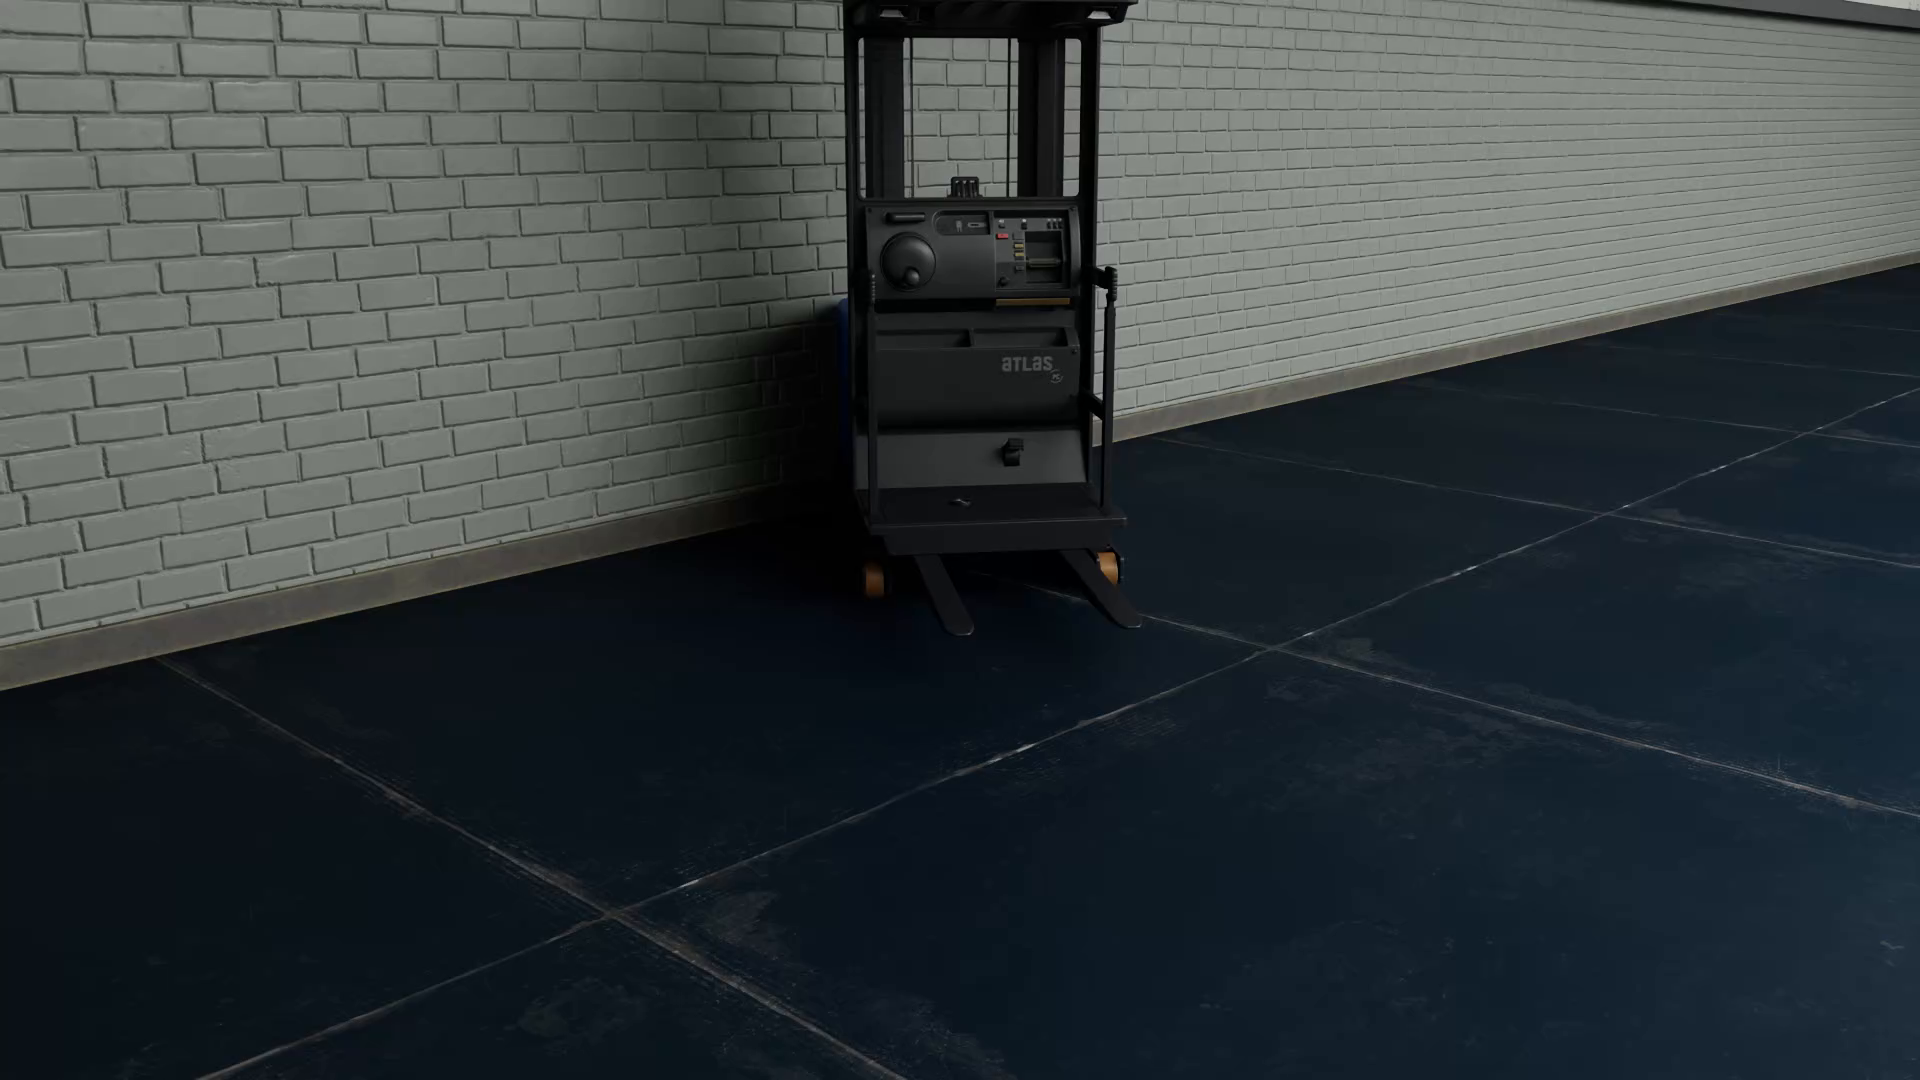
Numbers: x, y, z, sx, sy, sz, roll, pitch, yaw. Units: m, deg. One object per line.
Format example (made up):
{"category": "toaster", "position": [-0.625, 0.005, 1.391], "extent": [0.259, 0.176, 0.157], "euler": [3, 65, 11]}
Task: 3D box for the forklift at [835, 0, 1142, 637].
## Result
{"category": "forklift", "position": [0.090, -1.262, 6.963], "extent": [1.130, 2.935, 3.031], "euler": [-2, 15, -8]}
